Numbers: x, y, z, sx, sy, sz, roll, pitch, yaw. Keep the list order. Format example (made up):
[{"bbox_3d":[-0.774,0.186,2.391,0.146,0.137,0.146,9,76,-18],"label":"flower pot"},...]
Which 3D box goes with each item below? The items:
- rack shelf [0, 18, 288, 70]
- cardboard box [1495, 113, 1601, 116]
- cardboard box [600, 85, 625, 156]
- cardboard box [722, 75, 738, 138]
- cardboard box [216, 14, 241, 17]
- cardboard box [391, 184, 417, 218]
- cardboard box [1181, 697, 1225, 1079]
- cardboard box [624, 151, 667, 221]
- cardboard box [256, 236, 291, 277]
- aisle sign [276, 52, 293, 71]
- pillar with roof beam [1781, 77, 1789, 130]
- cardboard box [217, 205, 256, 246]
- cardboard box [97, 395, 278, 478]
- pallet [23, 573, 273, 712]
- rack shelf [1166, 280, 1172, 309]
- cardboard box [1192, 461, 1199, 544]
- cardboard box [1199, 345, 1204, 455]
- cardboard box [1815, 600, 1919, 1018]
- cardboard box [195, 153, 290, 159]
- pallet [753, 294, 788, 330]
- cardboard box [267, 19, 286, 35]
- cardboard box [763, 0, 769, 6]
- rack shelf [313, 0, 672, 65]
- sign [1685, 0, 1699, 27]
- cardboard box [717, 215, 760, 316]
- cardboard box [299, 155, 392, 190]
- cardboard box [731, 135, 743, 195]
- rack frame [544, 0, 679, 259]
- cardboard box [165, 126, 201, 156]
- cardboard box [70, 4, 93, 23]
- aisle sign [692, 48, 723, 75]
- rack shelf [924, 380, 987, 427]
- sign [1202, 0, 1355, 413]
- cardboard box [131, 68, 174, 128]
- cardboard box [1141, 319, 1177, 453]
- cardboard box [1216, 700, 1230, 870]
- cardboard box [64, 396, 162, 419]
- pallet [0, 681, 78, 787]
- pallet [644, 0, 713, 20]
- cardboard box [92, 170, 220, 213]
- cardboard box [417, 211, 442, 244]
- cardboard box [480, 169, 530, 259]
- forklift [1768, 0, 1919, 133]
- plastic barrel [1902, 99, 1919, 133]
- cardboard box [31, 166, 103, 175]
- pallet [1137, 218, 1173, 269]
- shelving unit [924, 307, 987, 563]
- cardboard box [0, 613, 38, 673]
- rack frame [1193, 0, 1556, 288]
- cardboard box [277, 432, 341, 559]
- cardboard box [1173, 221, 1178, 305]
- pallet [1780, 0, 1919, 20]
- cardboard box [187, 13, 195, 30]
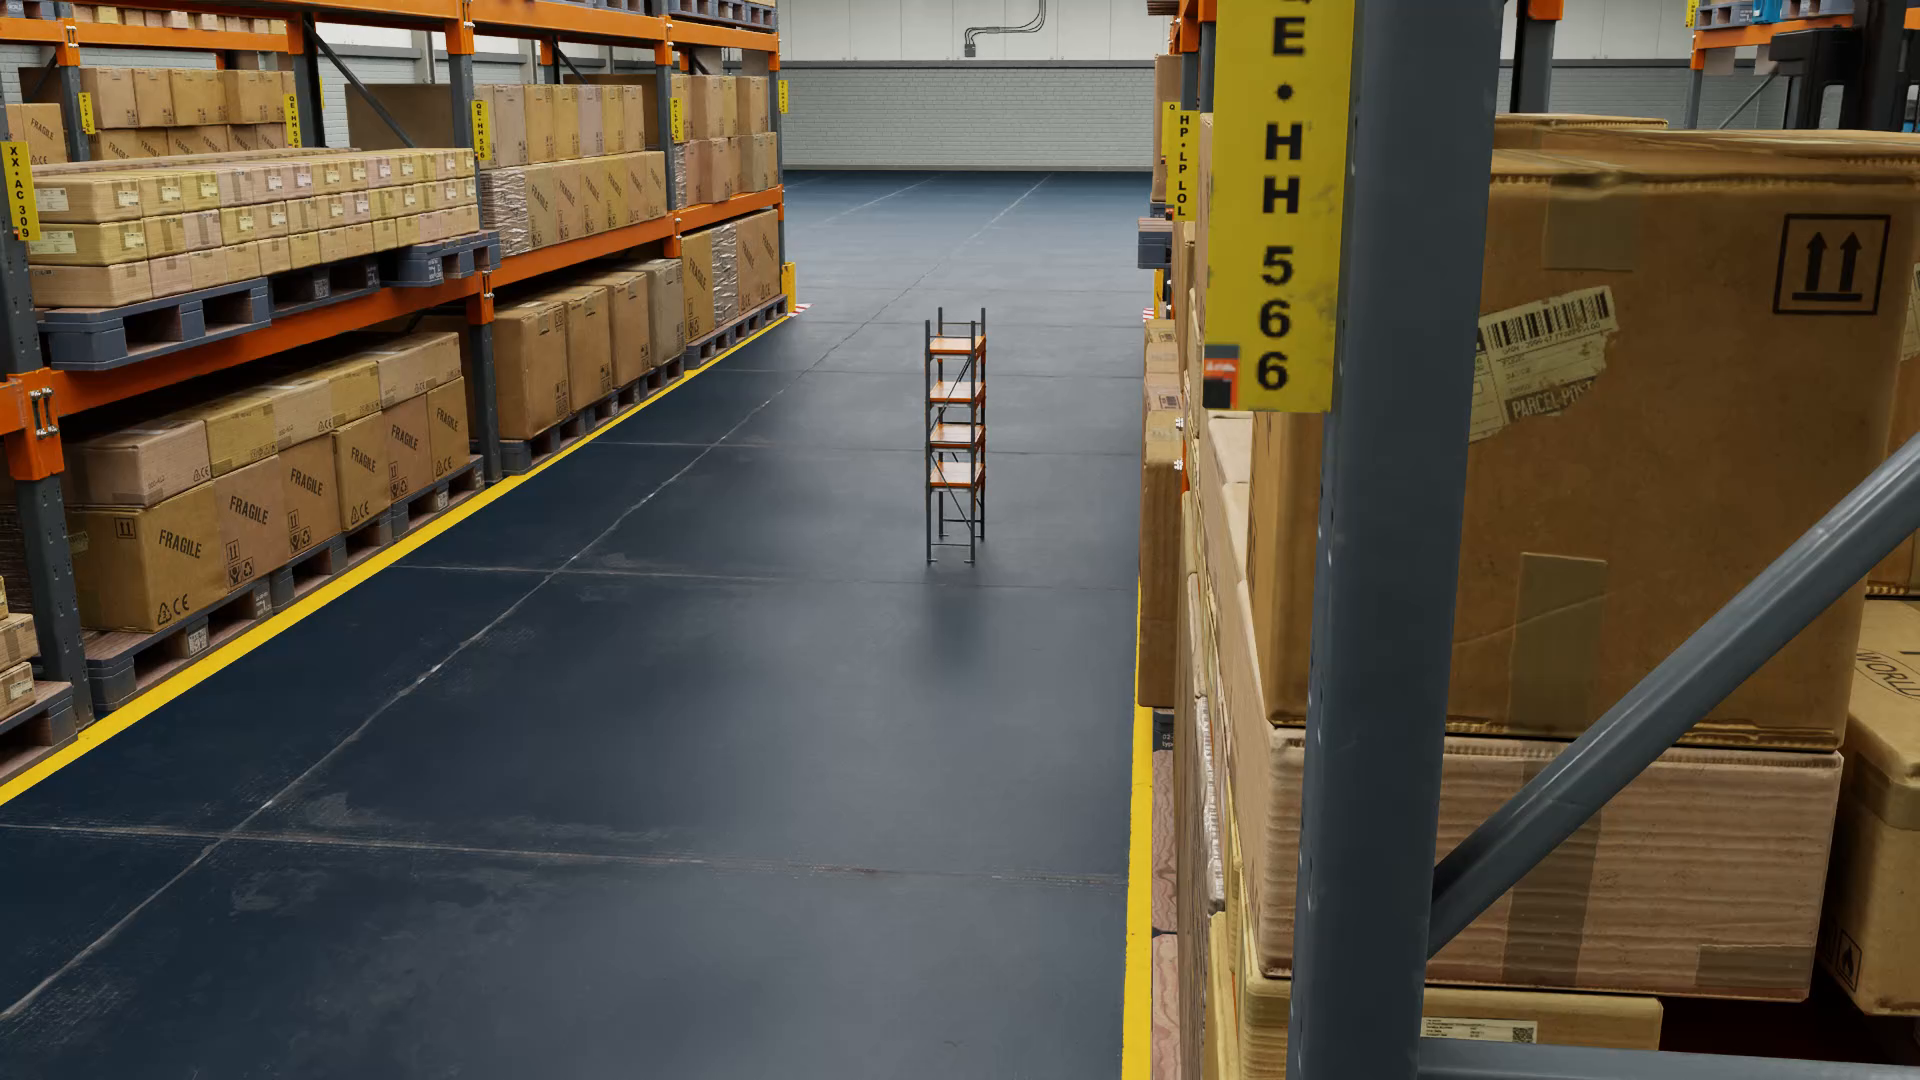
[{"bbox_3d":[-7.502,-4.582,15.492,1.077,0.370,4.000,2,15,6],"label":"rack shelf"},{"bbox_3d":[1.430,-0.902,4.532,0.500,0.500,0.500,2,15,8],"label":"cardboard box"},{"bbox_3d":[-2.904,-3.111,12.315,0.700,0.500,0.500,1,15,5],"label":"cardboard box"},{"bbox_3d":[-2.526,-3.951,15.171,0.875,0.550,0.500,2,15,6],"label":"cardboard box"},{"bbox_3d":[-7.178,-5.113,15.797,0.500,0.250,0.500,2,15,8],"label":"cardboard box"},{"bbox_3d":[-2.937,-1.687,8.260,0.380,0.149,0.250,2,15,6],"label":"cardboard box"},{"bbox_3d":[0.860,0.860,3.000,0.875,0.875,0.875,2,15,6],"label":"cardboard box"},{"bbox_3d":[-2.591,-2.748,12.887,0.500,0.500,0.500,2,15,6],"label":"cardboard box"},{"bbox_3d":[-3.084,-1.206,7.052,0.380,0.149,0.250,1,15,4],"label":"cardboard box"},{"bbox_3d":[-6.981,-5.262,17.397,0.394,0.787,0.004,2,15,6],"label":"aisle sign"},{"bbox_3d":[17.223,-13.867,42.705,9.100,9.000,0.400,2,15,6],"label":"pillar with roof beam"},{"bbox_3d":[-3.115,-1.283,6.769,0.380,0.149,0.250,1,15,4],"label":"cardboard box"},{"bbox_3d":[-3.297,-0.448,7.121,0.500,0.250,0.500,2,15,8],"label":"cardboard box"},{"bbox_3d":[-3.614,0.376,6.867,1.003,0.211,1.213,2,15,6],"label":"pallet"},{"bbox_3d":[1.893,-1.805,10.968,1.077,0.370,4.000,2,15,6],"label":"rack shelf"},{"bbox_3d":[0.707,-0.071,3.661,0.380,0.149,0.250,2,15,7],"label":"cardboard box"},{"bbox_3d":[0.789,-0.289,3.703,0.500,0.250,0.500,2,15,8],"label":"cardboard box"},{"bbox_3d":[1.087,0.254,1.694,0.500,0.250,0.500,1,15,5],"label":"cardboard box"},{"bbox_3d":[-3.584,-1.858,8.324,0.380,0.149,0.250,1,15,4],"label":"cardboard box"},{"bbox_3d":[-2.359,-2.325,16.855,1.003,0.211,1.213,2,15,6],"label":"pallet"},{"bbox_3d":[-7.034,-5.160,16.735,0.380,0.149,0.250,2,15,7],"label":"cardboard box"},{"bbox_3d":[-2.077,-5.297,16.242,0.380,0.149,0.250,2,15,7],"label":"cardboard box"},{"bbox_3d":[-3.024,-3.425,11.213,1.077,0.370,4.000,2,15,6],"label":"rack shelf"},{"bbox_3d":[6.945,-5.032,15.761,0.100,0.325,0.005,2,15,6],"label":"sign"},{"bbox_3d":[-2.455,-2.651,15.987,0.875,0.875,0.875,1,15,5],"label":"cardboard box"},{"bbox_3d":[-2.969,-1.769,7.994,0.380,0.149,0.250,2,15,6],"label":"cardboard box"},{"bbox_3d":[-2.572,-3.570,15.832,0.875,0.550,0.550,2,15,6],"label":"cardboard box"},{"bbox_3d":[-2.798,-2.843,13.429,1.000,3.000,0.127,2,15,6],"label":"rack frame"},{"bbox_3d":[-7.298,-3.521,15.176,0.500,0.500,0.500,2,15,6],"label":"cardboard box"},{"bbox_3d":[-7.446,-4.364,13.788,0.380,0.149,0.250,1,15,5],"label":"cardboard box"},{"bbox_3d":[-2.637,-5.163,17.027,0.394,0.787,0.004,2,15,6],"label":"aisle sign"},{"bbox_3d":[-0.019,-0.687,8.306,0.258,0.148,0.480,2,15,6],"label":"rack shelf"},{"bbox_3d":[0.227,-0.251,1.173,0.100,0.325,0.005,2,15,6],"label":"sign"},{"bbox_3d":[-7.383,-3.877,14.575,0.700,0.500,0.500,2,15,7],"label":"cardboard box"},{"bbox_3d":[1.569,-0.632,8.518,1.225,0.875,0.875,1,15,4],"label":"cardboard box"},{"bbox_3d":[0.535,0.328,2.184,0.380,0.149,0.250,2,15,6],"label":"cardboard box"},{"bbox_3d":[-3.797,-0.460,7.163,0.500,0.250,0.500,2,15,9],"label":"cardboard box"},{"bbox_3d":[-3.741,0.753,5.472,1.003,0.211,1.213,2,15,6],"label":"pallet"},{"bbox_3d":[-2.695,-4.460,13.833,1.003,0.211,1.213,2,15,6],"label":"pallet"},{"bbox_3d":[-3.142,-1.364,6.498,0.380,0.149,0.250,2,15,7],"label":"cardboard box"},{"bbox_3d":[-2.907,-1.614,8.563,0.380,0.149,0.250,2,15,7],"label":"cardboard box"},{"bbox_3d":[-2.930,-1.962,9.981,0.500,0.500,0.500,2,15,7],"label":"cardboard box"},{"bbox_3d":[3.922,-1.044,6.909,1.130,2.935,3.031,4,16,13],"label":"forklift"},{"bbox_3d":[6.696,-2.675,11.850,0.600,0.901,0.708,2,15,6],"label":"plastic barrel"},{"bbox_3d":[-3.759,-1.451,6.820,0.380,0.149,0.250,2,15,6],"label":"cardboard box"},{"bbox_3d":[1.642,-1.729,9.676,1.213,0.211,1.003,2,15,6],"label":"pallet"},{"bbox_3d":[-0.019,-0.536,8.347,0.258,1.200,0.503,2,15,6],"label":"shelving unit"},{"bbox_3d":[-3.420,0.353,5.698,0.380,0.149,0.250,2,15,7],"label":"cardboard box"},{"bbox_3d":[1.216,-0.596,5.119,1.000,3.000,0.127,2,15,6],"label":"rack frame"},{"bbox_3d":[-3.250,-0.222,7.719,0.500,0.500,0.500,2,15,7],"label":"cardboard box"},{"bbox_3d":[1.232,-1.297,7.519,0.500,0.500,0.500,1,15,5],"label":"cardboard box"},{"bbox_3d":[7.025,-4.072,12.588,1.213,0.211,1.003,2,15,6],"label":"pallet"},{"bbox_3d":[-7.274,-4.763,15.267,0.380,0.149,0.250,2,15,7],"label":"cardboard box"}]
